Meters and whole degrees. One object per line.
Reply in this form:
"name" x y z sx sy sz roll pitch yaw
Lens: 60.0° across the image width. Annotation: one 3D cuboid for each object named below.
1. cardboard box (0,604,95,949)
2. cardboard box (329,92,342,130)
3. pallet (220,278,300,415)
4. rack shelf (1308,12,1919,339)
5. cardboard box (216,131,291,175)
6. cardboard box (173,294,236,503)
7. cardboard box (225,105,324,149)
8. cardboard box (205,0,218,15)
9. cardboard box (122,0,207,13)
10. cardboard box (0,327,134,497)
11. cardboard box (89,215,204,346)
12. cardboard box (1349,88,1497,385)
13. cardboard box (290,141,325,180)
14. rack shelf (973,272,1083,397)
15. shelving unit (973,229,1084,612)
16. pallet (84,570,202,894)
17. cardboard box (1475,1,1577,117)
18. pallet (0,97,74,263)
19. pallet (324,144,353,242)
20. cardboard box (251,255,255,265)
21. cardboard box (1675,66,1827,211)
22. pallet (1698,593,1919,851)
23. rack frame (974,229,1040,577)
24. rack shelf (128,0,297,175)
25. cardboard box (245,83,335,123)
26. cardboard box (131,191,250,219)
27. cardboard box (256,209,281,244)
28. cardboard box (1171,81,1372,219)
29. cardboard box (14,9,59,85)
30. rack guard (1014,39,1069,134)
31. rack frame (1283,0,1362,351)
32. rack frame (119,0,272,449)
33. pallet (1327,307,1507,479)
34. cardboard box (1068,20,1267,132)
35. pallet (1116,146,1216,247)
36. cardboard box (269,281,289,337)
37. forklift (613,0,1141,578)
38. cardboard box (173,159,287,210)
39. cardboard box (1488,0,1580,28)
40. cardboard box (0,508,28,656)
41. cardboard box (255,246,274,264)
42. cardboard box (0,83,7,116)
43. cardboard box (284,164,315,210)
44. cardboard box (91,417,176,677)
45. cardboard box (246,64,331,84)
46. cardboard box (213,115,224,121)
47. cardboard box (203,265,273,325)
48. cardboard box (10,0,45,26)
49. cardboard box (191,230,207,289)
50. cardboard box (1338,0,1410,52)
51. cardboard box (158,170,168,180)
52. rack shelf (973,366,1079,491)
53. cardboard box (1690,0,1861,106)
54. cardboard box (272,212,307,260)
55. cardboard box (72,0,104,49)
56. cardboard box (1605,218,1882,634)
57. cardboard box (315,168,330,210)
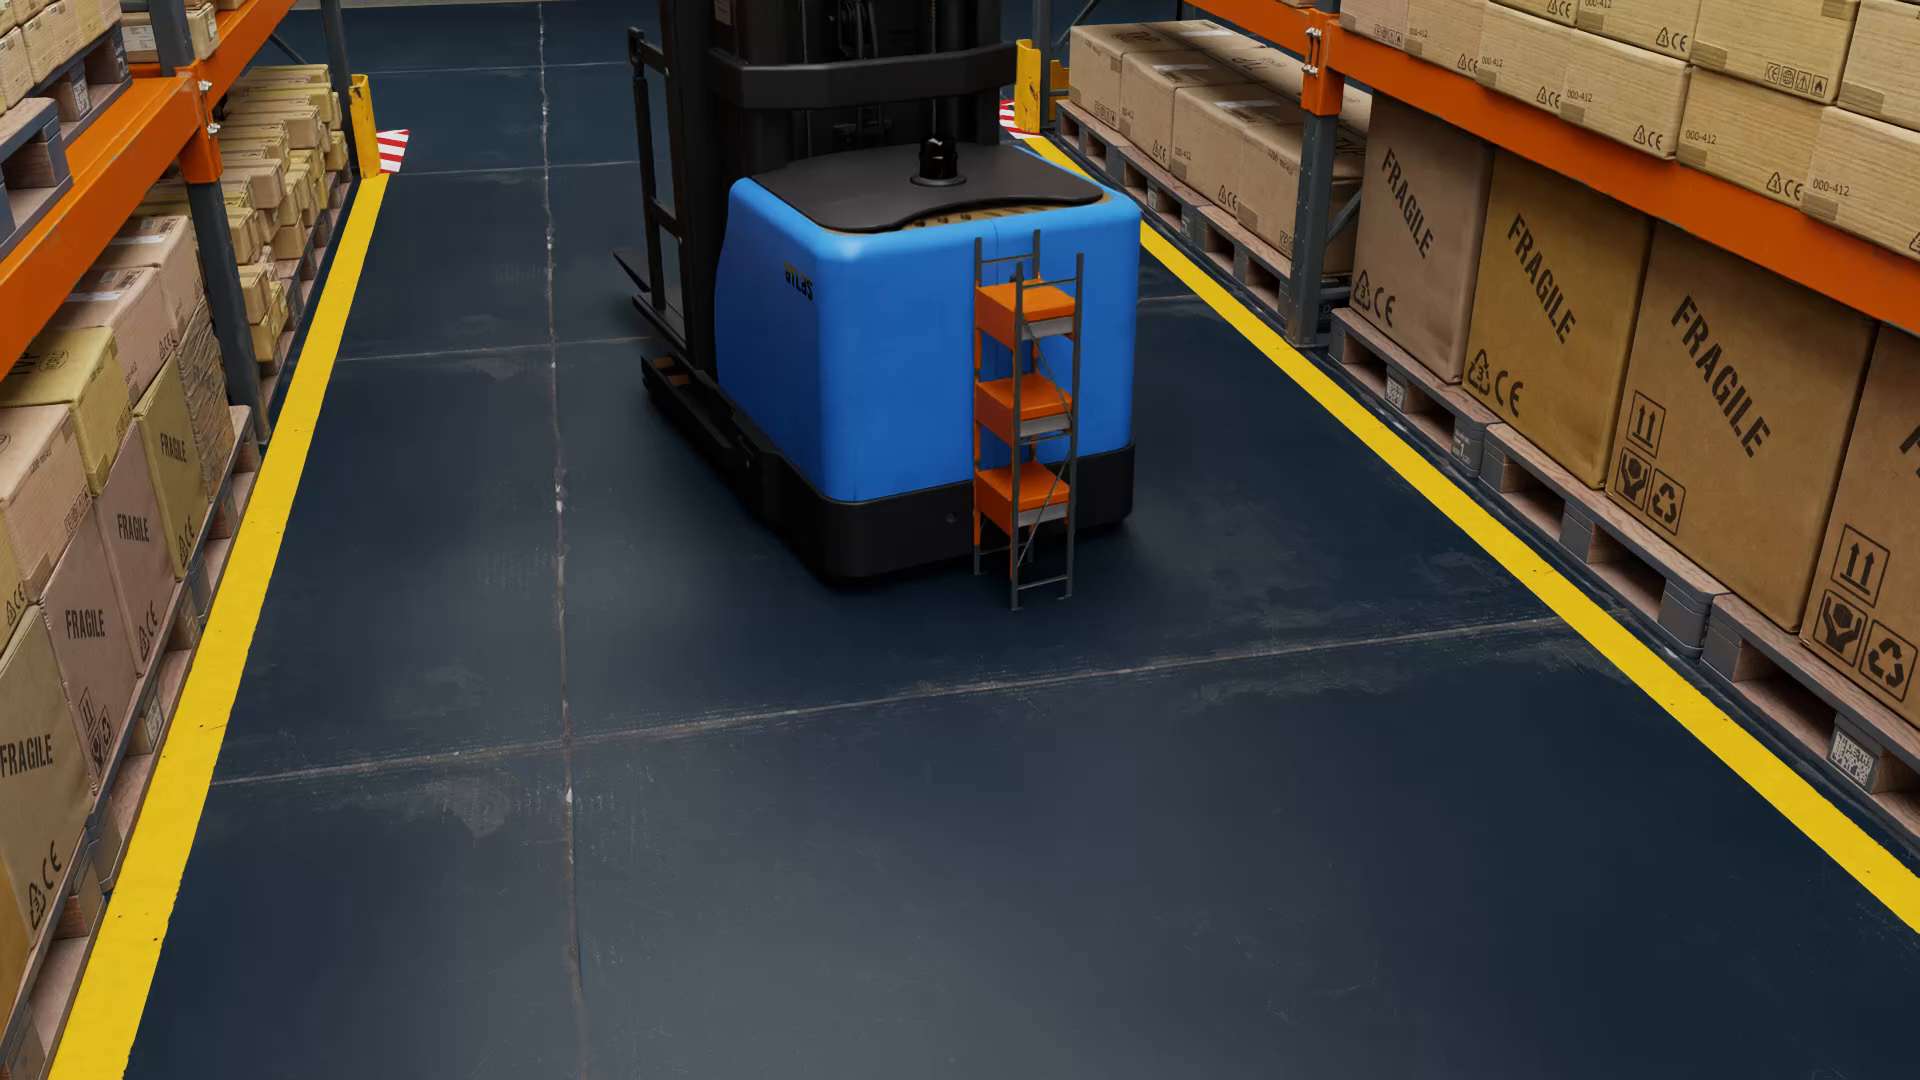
"cardboard box" -2.085 0.485 3.269 0.500 0.500 0.500 -6 27 -11
"cardboard box" -3.463 -2.244 8.734 0.380 0.149 0.250 -7 28 -13
"pallet" -3.145 -0.689 6.381 1.003 0.211 1.213 -6 27 -12
"rack shelf" 2.292 -0.991 4.682 1.077 0.370 4.000 -6 27 -12
"cardboard box" -3.162 -1.684 7.295 0.380 0.149 0.250 -6 27 -11
"cardboard box" -2.547 -0.415 5.051 0.500 0.500 0.500 -6 27 -13
"cardboard box" -3.200 -1.923 7.769 0.380 0.149 0.250 -5 27 -10
"cardboard box" -3.001 -2.026 6.213 0.380 0.149 0.250 -7 28 -14
"cardboard box" -2.825 -2.063 5.568 0.500 0.500 0.500 -6 27 -13
"cardboard box" -2.309 -0.290 3.972 0.500 0.250 0.500 -7 28 -14
"cardboard box" -2.545 -0.748 4.879 0.500 0.250 0.500 -7 28 -13
"cardboard box" 2.059 -1.165 6.121 0.875 0.875 0.875 -5 27 -10
"cardboard box" -3.215 -1.790 7.835 0.380 0.149 0.250 -6 27 -11
"rack shelf" 0.186 -0.573 4.615 0.215 0.259 0.240 -12 29 -23
"shelving unit" 0.186 -0.330 4.738 0.215 1.050 0.252 -12 29 -23
"pallet" -2.504 0.480 4.064 1.003 0.211 1.213 -6 27 -12
"cardboard box" 1.901 -1.449 4.959 0.500 0.250 0.500 -6 27 -12
"pallet" -2.543 -0.666 3.454 1.003 0.211 1.213 -6 27 -12
"pallet" -3.695 -1.760 8.503 1.003 0.211 1.213 -6 27 -12
"cardboard box" -2.963 -1.087 6.443 0.380 0.149 0.250 -6 27 -12
"cardboard box" 2.147 -1.008 4.084 0.500 0.250 0.500 -6 27 -12
"pallet" 2.638 0.457 4.110 1.003 0.211 1.213 -6 27 -12
"rack frame" 0.133 -0.379 4.836 0.200 1.050 0.008 -12 29 -23
"rack shelf" -3.410 -2.200 7.078 1.077 0.370 4.000 -6 27 -12
"cardboard box" -3.311 -2.156 8.229 0.380 0.149 0.250 -7 28 -13
"cardboard box" -2.944 -1.228 6.392 0.380 0.149 0.250 -6 27 -12
"cardboard box" -3.060 -1.329 6.922 0.380 0.149 0.250 -5 27 -9
"cardboard box" 1.602 -1.913 8.089 0.875 0.438 0.875 -7 28 -13
"cardboard box" -2.507 -1.230 4.171 0.380 0.149 0.250 -7 28 -14
"rack guard" 0.934 -2.840 10.323 1.175 0.500 0.348 -6 27 -12
"rack frame" 1.841 -2.190 6.260 1.000 3.000 0.127 -6 27 -12
"rack frame" -2.959 -1.643 5.176 1.000 3.000 0.127 -6 27 -12
"pallet" 2.088 -0.614 6.232 1.003 0.211 1.213 -6 27 -12
"cardboard box" 1.186 -2.710 9.668 0.875 0.438 0.875 -7 28 -13
"pallet" 1.467 -1.823 8.628 1.003 0.211 1.213 -6 27 -12
"cardboard box" -2.788 -0.867 6.336 0.380 0.149 0.250 -5 27 -10
"forklift" -0.551 -1.834 5.630 1.130 2.935 3.031 -12 29 -23
"cardboard box" -3.003 -1.461 6.853 0.380 0.149 0.250 -5 27 -10
"cardboard box" 1.898 -1.674 4.849 0.500 0.250 0.500 -6 27 -11
"cardboard box" -2.091 0.157 3.086 0.500 0.250 0.500 -6 27 -12
"cardboard box" -3.000 -1.077 6.753 0.380 0.149 0.250 -7 28 -13
"cardboard box" -2.380 -0.992 3.700 0.380 0.149 0.250 -5 27 -9
"cardboard box" -3.086 -1.557 7.374 0.380 0.149 0.250 -6 27 -11
"cardboard box" -2.320 0.036 4.158 0.500 0.500 0.500 -7 28 -13
"cardboard box" -3.494 -2.373 8.659 0.380 0.149 0.250 -6 27 -11
"cardboard box" -3.992 -2.190 8.628 0.380 0.149 0.250 -5 27 -9
"cardboard box" -2.729 -0.882 6.036 0.380 0.149 0.250 -5 27 -9
"cardboard box" -2.497 -1.352 4.082 0.380 0.149 0.250 -7 28 -13
"cardboard box" -2.835 -0.995 5.931 0.380 0.149 0.250 -5 27 -9
"cardboard box" 1.683 -1.903 5.858 0.500 0.250 0.500 -7 28 -13
"cardboard box" -3.608 -1.638 7.205 0.380 0.149 0.250 -6 27 -11
"rack shelf" 0.186 -0.320 4.743 0.215 0.259 0.240 -12 29 -23
"cardboard box" 2.131 -1.224 3.958 0.500 0.250 0.500 -7 28 -13
"cardboard box" -3.060 -1.316 7.225 0.380 0.149 0.250 -7 28 -13
"cardboard box" -2.617 -1.450 4.606 0.380 0.149 0.250 -6 27 -11
"cardboard box" 2.471 -0.376 4.559 0.875 0.875 0.875 -6 27 -11
"cardboard box" -3.219 -1.664 7.915 0.380 0.149 0.250 -7 28 -14
